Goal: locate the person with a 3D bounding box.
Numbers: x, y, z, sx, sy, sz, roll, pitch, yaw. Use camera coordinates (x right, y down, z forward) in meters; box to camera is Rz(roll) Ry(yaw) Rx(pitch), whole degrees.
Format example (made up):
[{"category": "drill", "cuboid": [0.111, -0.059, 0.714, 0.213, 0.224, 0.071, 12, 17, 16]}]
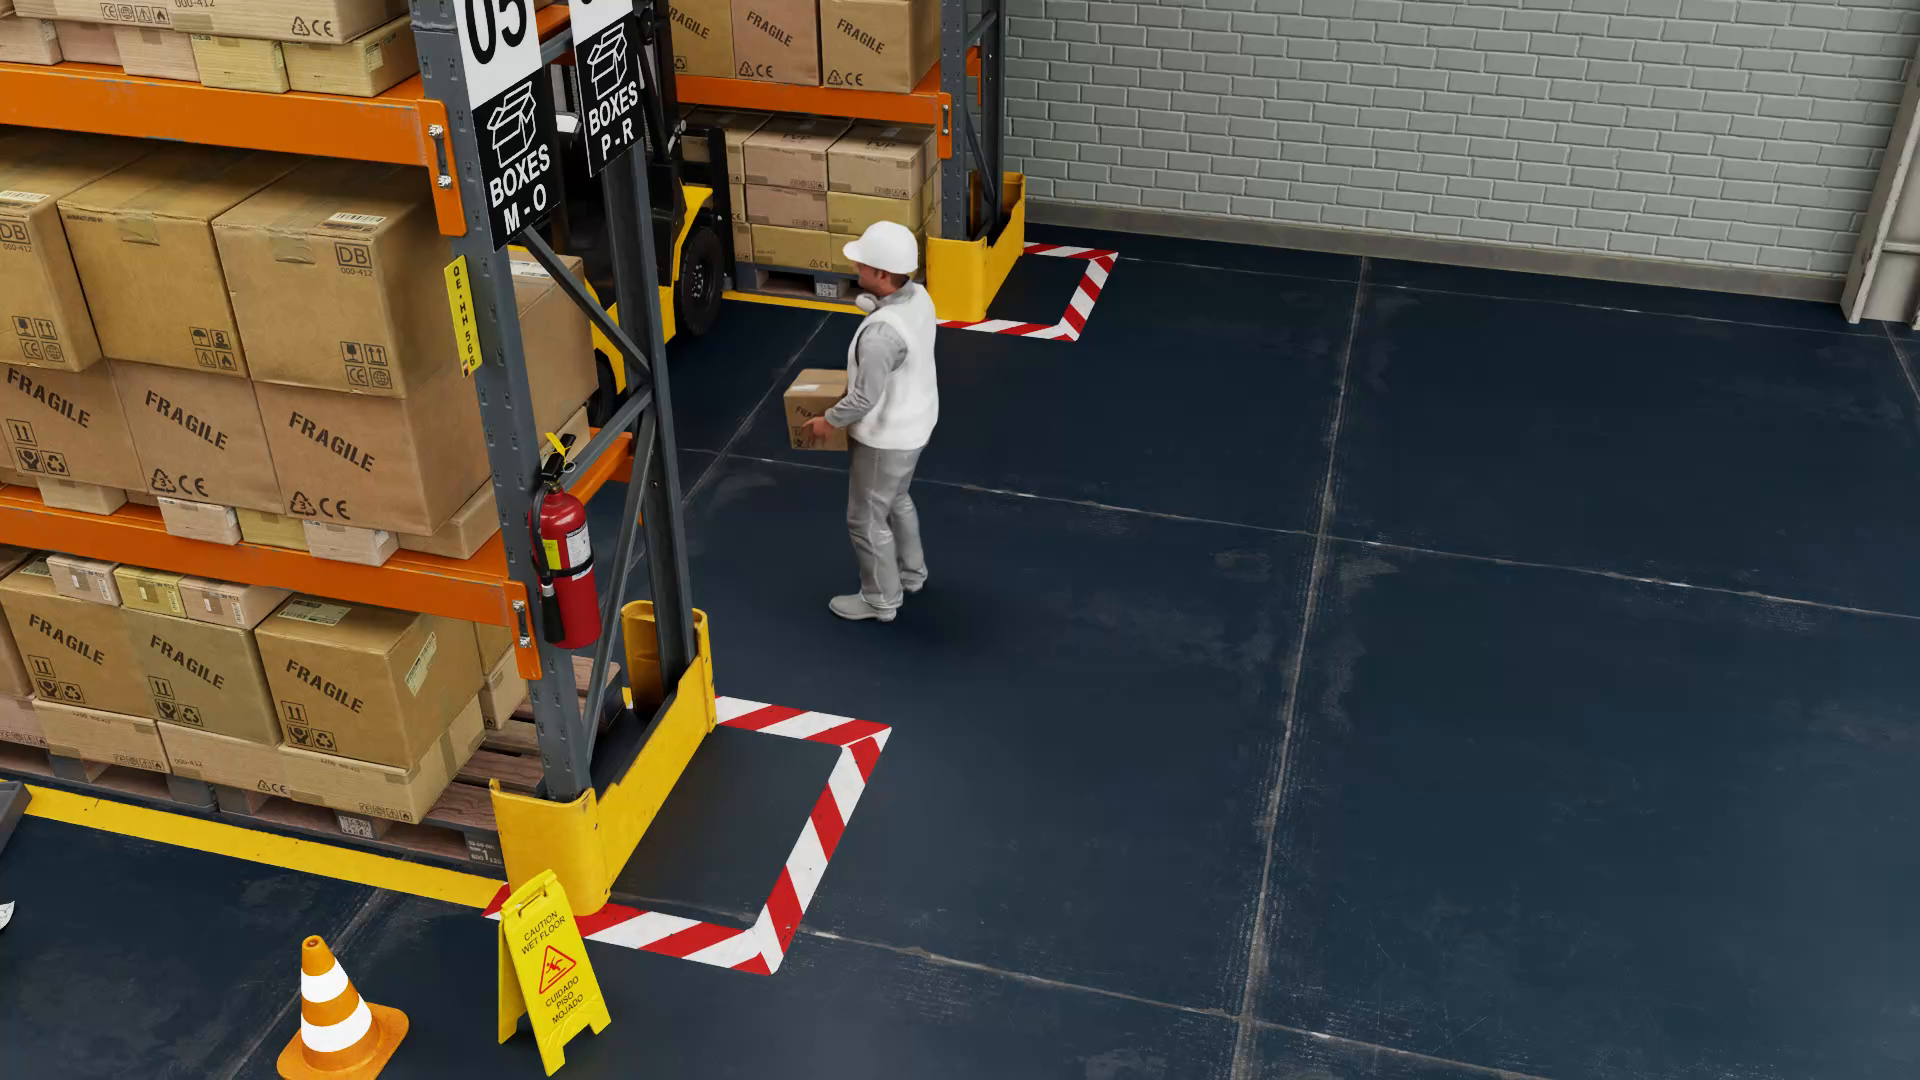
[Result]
[{"category": "person", "cuboid": [-0.359, -0.475, 6.850, 0.522, 1.779, 0.532, 8, 33, 12]}]
